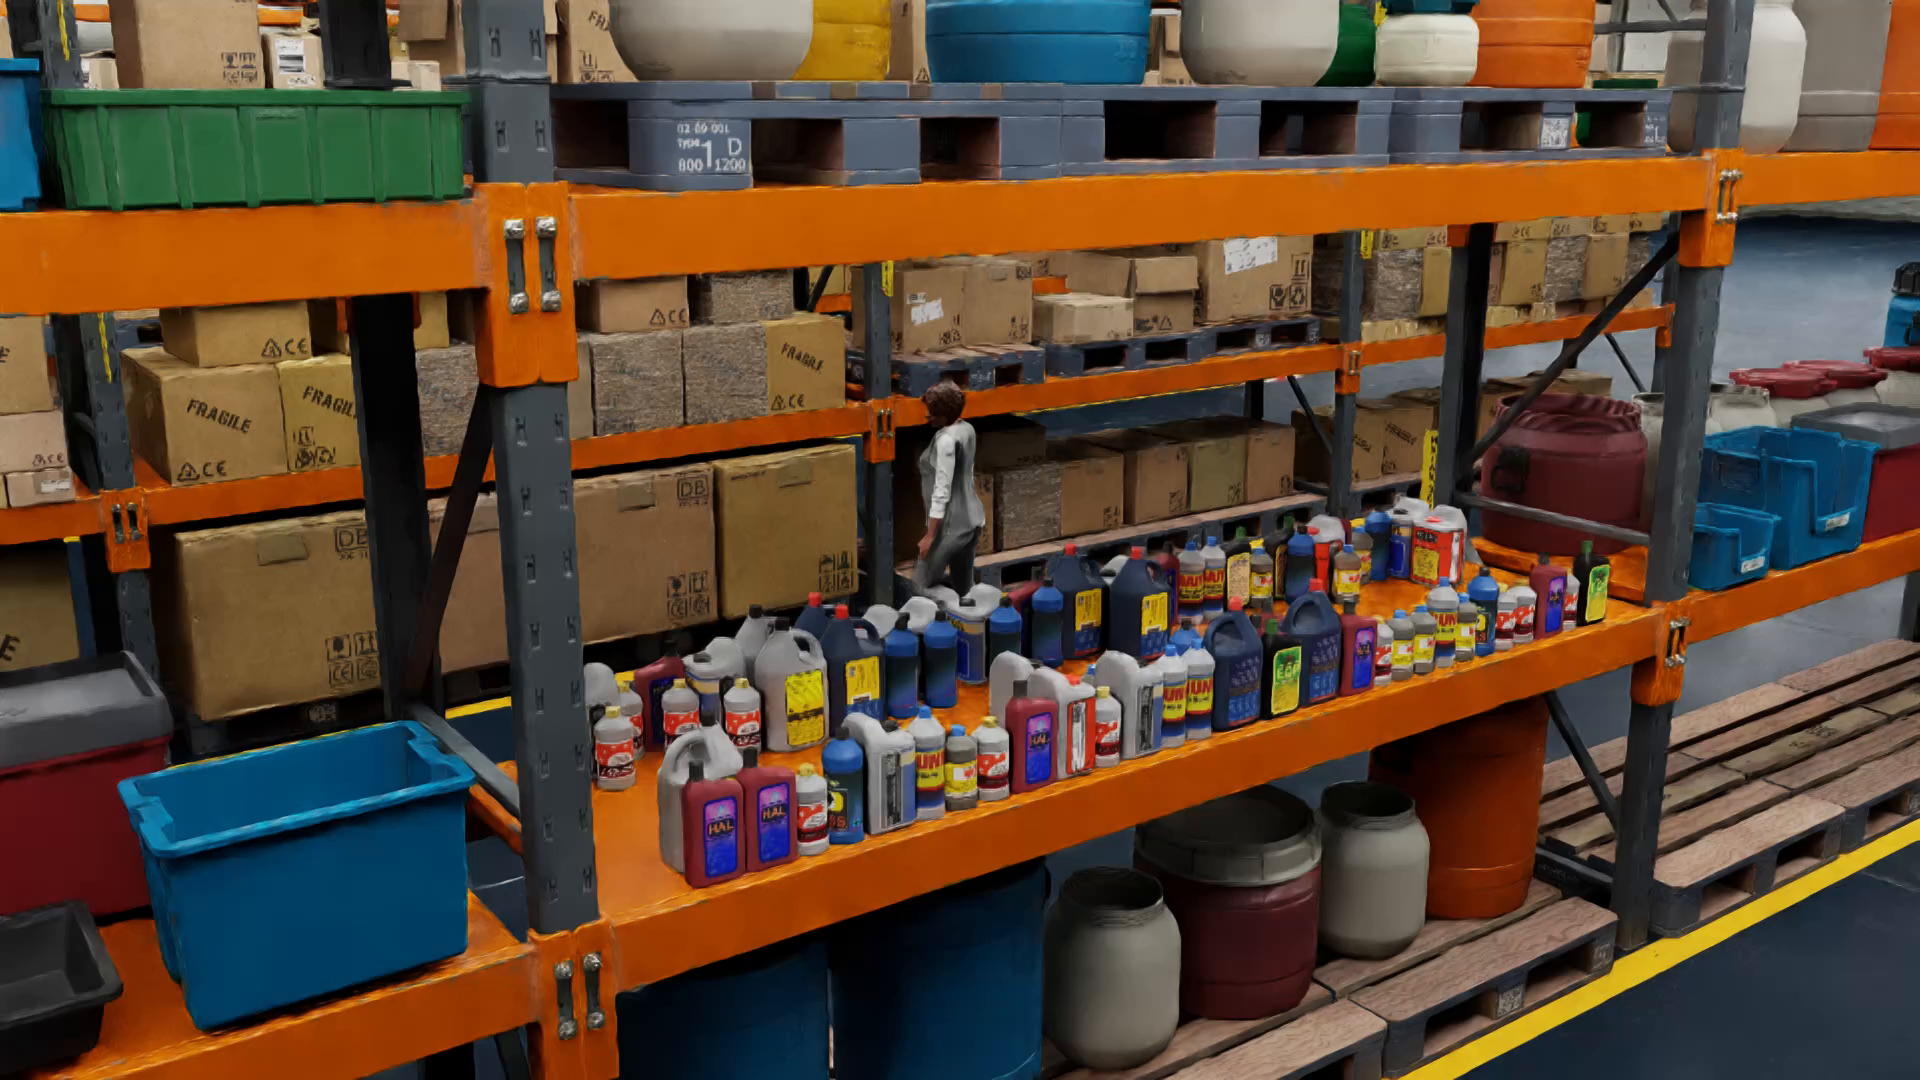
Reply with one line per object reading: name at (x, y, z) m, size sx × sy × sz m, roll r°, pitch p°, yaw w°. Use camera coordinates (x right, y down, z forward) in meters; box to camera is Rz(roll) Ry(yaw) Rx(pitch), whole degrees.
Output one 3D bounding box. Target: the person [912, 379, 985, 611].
person at (0.004, -0.055, 8.714) m, size 0.454 × 1.571 × 0.510 m, roll 6°, pitch 16°, yaw 20°
